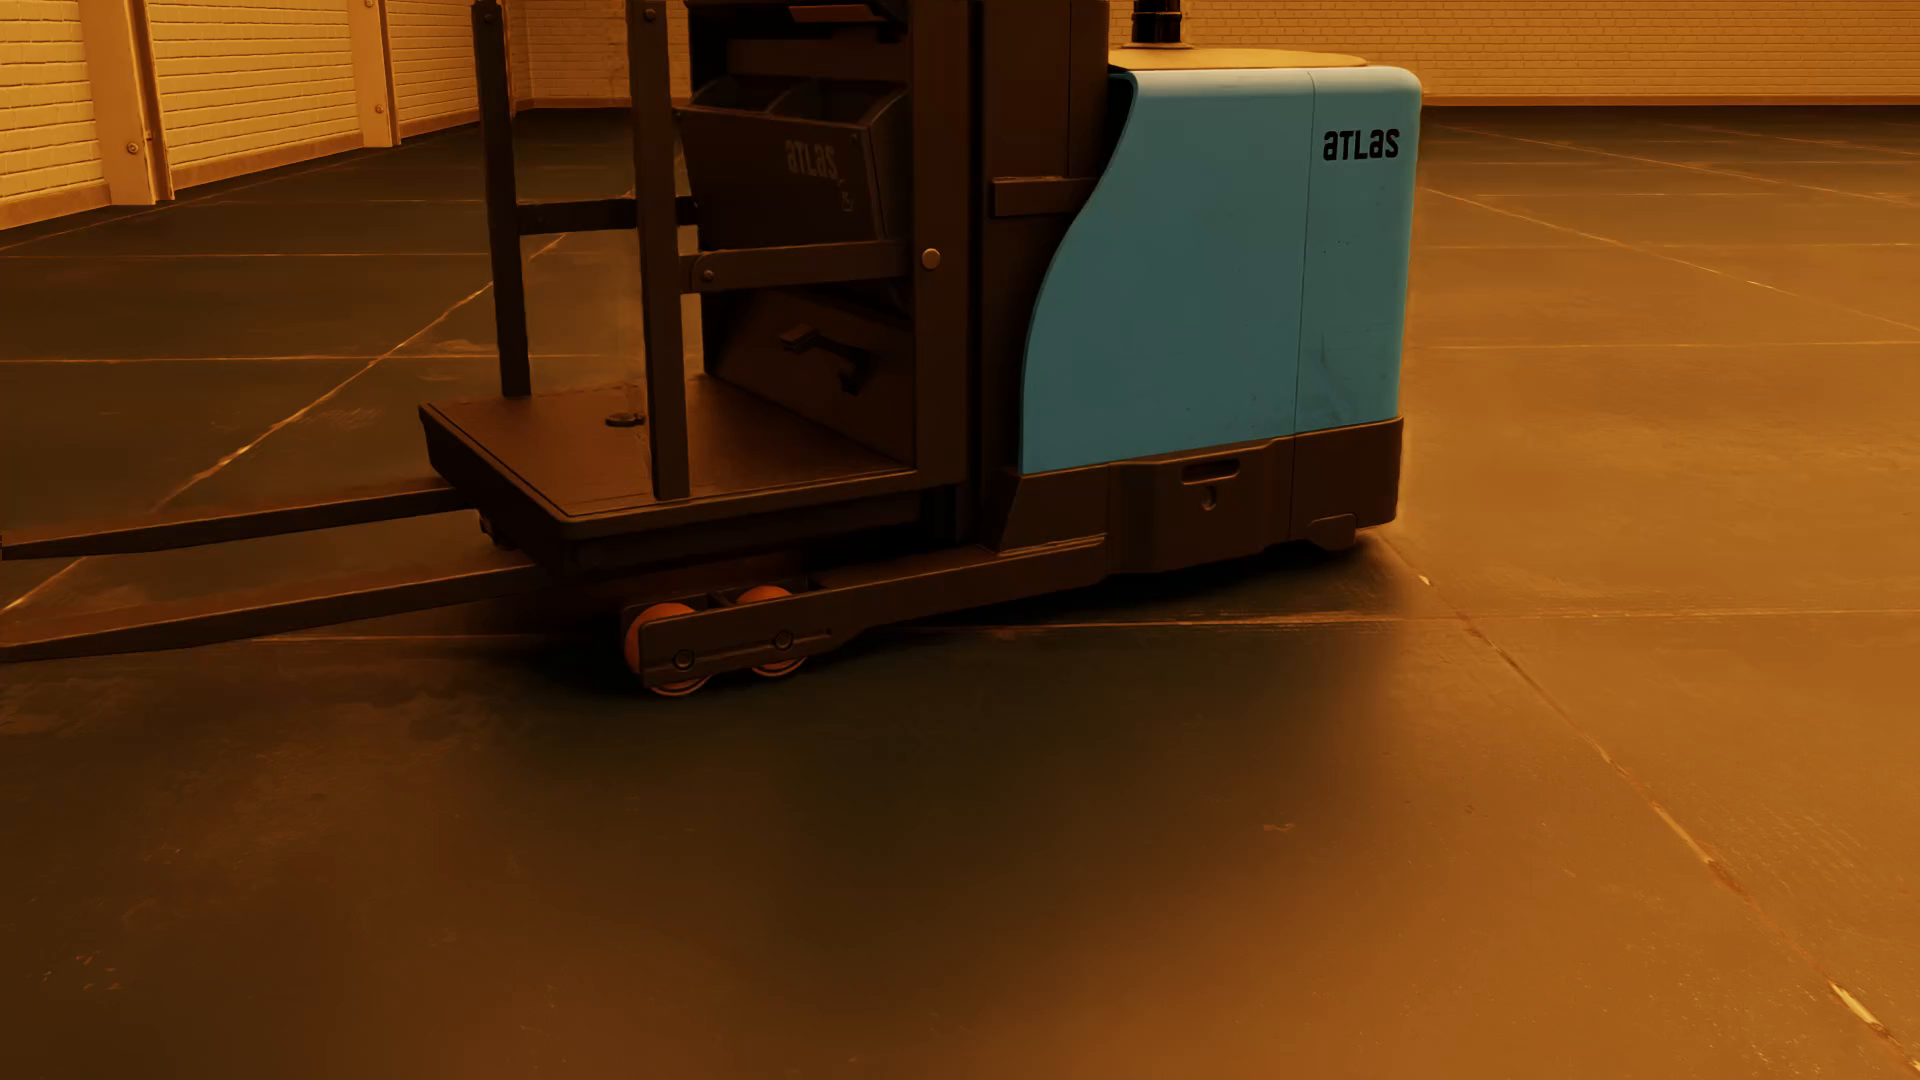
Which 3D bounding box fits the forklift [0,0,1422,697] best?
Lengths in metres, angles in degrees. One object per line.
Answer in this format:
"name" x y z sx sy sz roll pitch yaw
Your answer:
"forklift" -0.525 -1.296 3.144 3.031 2.935 1.130 -10 19 -28
